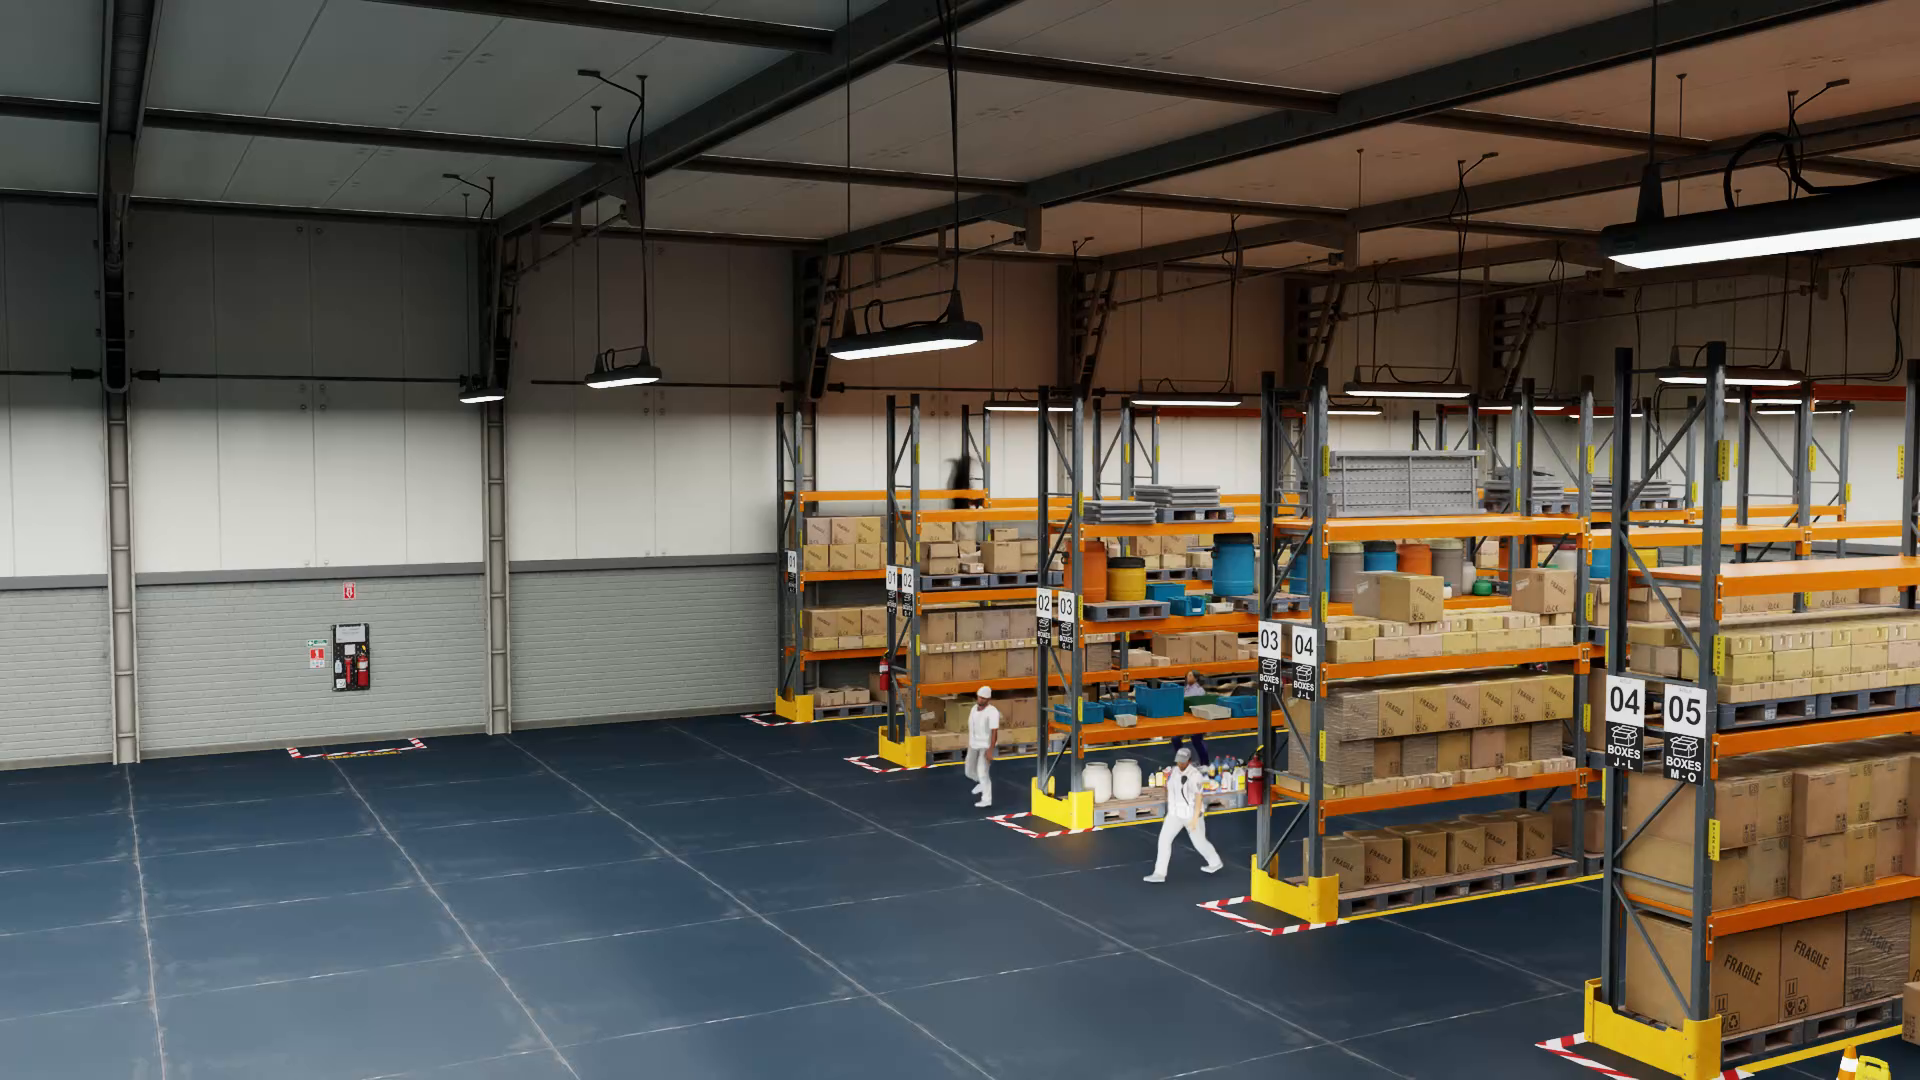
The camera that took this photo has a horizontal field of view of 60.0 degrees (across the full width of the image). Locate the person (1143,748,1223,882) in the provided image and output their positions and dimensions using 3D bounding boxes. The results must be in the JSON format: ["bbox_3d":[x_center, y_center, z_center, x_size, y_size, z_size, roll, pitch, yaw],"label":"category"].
[{"bbox_3d":[2.661,3.241,19.729,1.066,1.595,0.556,-3,4,-43],"label":"person"}]

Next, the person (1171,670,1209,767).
[{"bbox_3d":[3.704,2.879,26.208,0.653,1.691,0.605,-2,4,-32],"label":"person"}]

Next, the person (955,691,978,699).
[{"bbox_3d":[0.285,2.691,30.692,1.162,1.534,0.648,-2,4,-25],"label":"person"}]

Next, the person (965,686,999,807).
[{"bbox_3d":[0.352,2.936,23.818,0.724,1.716,0.601,3,4,43],"label":"person"}]
